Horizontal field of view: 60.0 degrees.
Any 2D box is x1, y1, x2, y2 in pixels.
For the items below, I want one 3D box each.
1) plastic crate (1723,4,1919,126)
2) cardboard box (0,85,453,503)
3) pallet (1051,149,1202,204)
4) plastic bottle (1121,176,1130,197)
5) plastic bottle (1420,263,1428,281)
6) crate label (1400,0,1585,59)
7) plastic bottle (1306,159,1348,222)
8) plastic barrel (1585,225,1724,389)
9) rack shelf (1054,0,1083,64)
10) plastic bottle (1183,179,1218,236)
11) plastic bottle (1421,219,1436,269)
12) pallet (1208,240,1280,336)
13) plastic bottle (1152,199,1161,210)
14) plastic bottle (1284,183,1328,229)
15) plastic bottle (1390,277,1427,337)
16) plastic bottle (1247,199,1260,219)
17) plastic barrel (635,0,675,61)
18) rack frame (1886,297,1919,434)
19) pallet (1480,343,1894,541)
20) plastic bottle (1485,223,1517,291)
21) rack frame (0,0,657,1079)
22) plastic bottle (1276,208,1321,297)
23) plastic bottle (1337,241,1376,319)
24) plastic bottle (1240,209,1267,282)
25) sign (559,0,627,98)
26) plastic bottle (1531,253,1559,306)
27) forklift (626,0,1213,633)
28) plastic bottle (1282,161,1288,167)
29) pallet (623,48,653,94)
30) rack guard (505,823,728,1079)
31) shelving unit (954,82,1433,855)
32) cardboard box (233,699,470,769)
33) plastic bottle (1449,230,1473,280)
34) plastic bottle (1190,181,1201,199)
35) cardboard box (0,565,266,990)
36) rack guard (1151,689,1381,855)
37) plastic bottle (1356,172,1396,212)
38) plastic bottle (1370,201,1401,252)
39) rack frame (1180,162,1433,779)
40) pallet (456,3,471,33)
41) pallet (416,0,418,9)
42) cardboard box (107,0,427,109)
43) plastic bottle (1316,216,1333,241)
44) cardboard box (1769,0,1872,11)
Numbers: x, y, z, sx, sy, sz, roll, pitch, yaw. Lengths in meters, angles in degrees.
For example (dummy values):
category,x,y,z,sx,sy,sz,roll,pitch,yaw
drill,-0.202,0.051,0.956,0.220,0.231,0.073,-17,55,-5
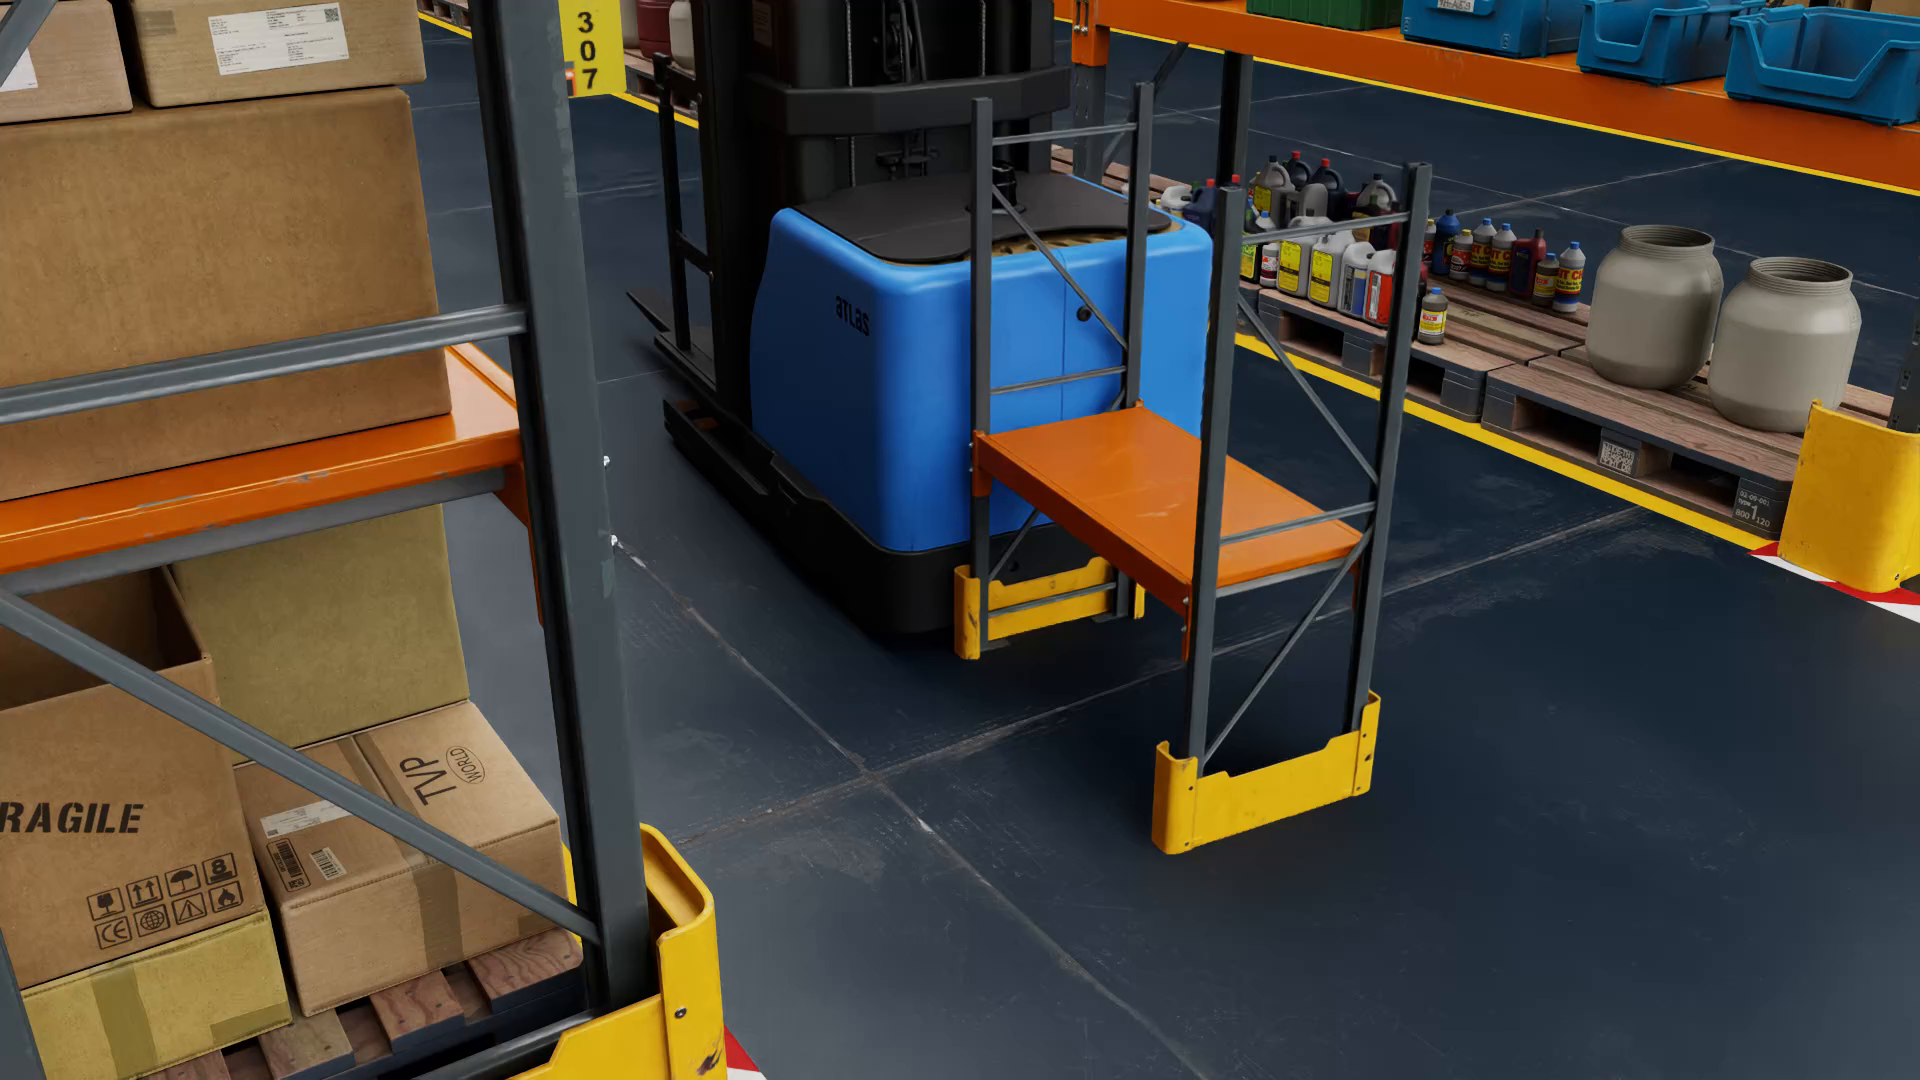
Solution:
category,x,y,z,sx,sy,sz,roll,pitch,yaw
plastic crate,2.645,-1.412,4.902,0.499,0.251,0.616,-16,29,-30
cardboard box,-1.228,-0.432,2.535,0.700,0.500,0.500,-16,29,-30
pallet,0.524,-1.812,8.840,1.003,0.211,1.213,-16,29,-30
plastic bottle,0.792,-1.550,7.700,0.097,0.271,0.097,0,25,0
plastic bottle,1.773,-1.017,6.557,0.061,0.283,0.133,-16,29,-30
crate label,1.937,-1.981,5.892,0.502,0.435,0.616,-16,29,-30
plastic bottle,1.683,-1.570,7.650,0.144,0.351,0.185,-17,30,-32
plastic barrel,2.472,-0.832,5.921,0.421,0.512,0.421,0,25,0
rack shelf,-0.107,-3.191,9.338,1.077,0.370,4.000,-16,29,-30
plastic bottle,1.078,-1.416,7.324,0.144,0.351,0.185,-15,29,-28
plastic bottle,2.032,-1.292,7.236,0.097,0.201,0.097,0,25,0
pallet,1.317,-1.290,7.735,1.003,0.211,1.213,-16,29,-30
plastic bottle,0.903,-1.445,7.561,0.097,0.201,0.097,0,25,0
plastic bottle,1.573,-1.493,7.573,0.152,0.276,0.135,-16,29,-30
plastic bottle,1.720,-0.933,6.379,0.061,0.283,0.133,-15,29,-28
plastic bottle,1.259,-1.357,7.291,0.097,0.271,0.097,0,25,0
plastic barrel,-2.096,-3.906,12.343,0.600,0.588,0.708,-16,29,-30
rack frame,3.169,-1.370,4.638,1.000,3.000,0.127,-16,29,-30
pallet,2.649,-0.417,5.886,1.003,0.211,1.213,-16,29,-30
plastic bottle,2.253,-1.179,6.914,0.097,0.271,0.097,0,25,0
rack frame,-0.983,-0.217,2.196,1.000,3.000,0.127,-16,29,-30
plastic bottle,1.413,-1.197,6.859,0.144,0.351,0.185,-16,30,-30
plastic bottle,1.609,-1.038,6.611,0.152,0.276,0.135,-16,30,-31
plastic bottle,1.236,-1.250,7.050,0.061,0.283,0.133,-14,29,-27
sign,-0.515,-0.772,2.264,0.100,0.325,0.005,-16,29,-30
plastic bottle,2.384,-1.062,6.748,0.097,0.201,0.097,0,25,0
forklift,-0.408,-1.667,5.347,1.130,2.935,3.031,-12,28,-24
plastic bottle,1.524,-1.676,7.953,0.061,0.283,0.133,-14,29,-27
pallet,-2.326,-3.679,12.795,1.003,0.211,1.213,-16,29,-30
rack guard,-0.970,0.922,2.712,1.175,0.500,0.348,-16,29,-30
shelving unit,0.483,-0.228,3.975,0.587,1.500,1.083,-12,28,-24
cardboard box,-1.366,0.415,3.587,0.500,0.250,0.500,-16,29,-30
plastic bottle,2.144,-1.219,7.080,0.097,0.201,0.097,0,25,0
plastic bottle,1.080,-1.471,7.519,0.061,0.283,0.133,-16,29,-30
cardboard box,-1.525,0.375,2.793,0.500,0.500,0.500,-16,29,-30
rack guard,0.709,0.527,3.841,0.587,0.250,0.087,-12,28,-24
plastic bottle,1.859,-1.454,7.405,0.144,0.351,0.185,-16,29,-30
plastic bottle,1.856,-1.340,7.241,0.061,0.283,0.133,-16,29,-30
rack frame,0.718,-0.031,3.558,0.500,1.500,0.032,-12,28,-24
pallet,-3.816,-4.655,14.864,1.003,0.211,1.213,-16,29,-30
pallet,-5.148,-5.528,16.712,1.003,0.211,1.213,-16,29,-30
cardboard box,-1.017,-0.746,2.440,0.380,0.149,0.250,-16,30,-30
plastic bottle,1.524,-1.207,6.967,0.152,0.276,0.135,-16,29,-30
cardboard box,7.899,-5.127,14.741,1.050,0.750,0.750,-15,29,-29
